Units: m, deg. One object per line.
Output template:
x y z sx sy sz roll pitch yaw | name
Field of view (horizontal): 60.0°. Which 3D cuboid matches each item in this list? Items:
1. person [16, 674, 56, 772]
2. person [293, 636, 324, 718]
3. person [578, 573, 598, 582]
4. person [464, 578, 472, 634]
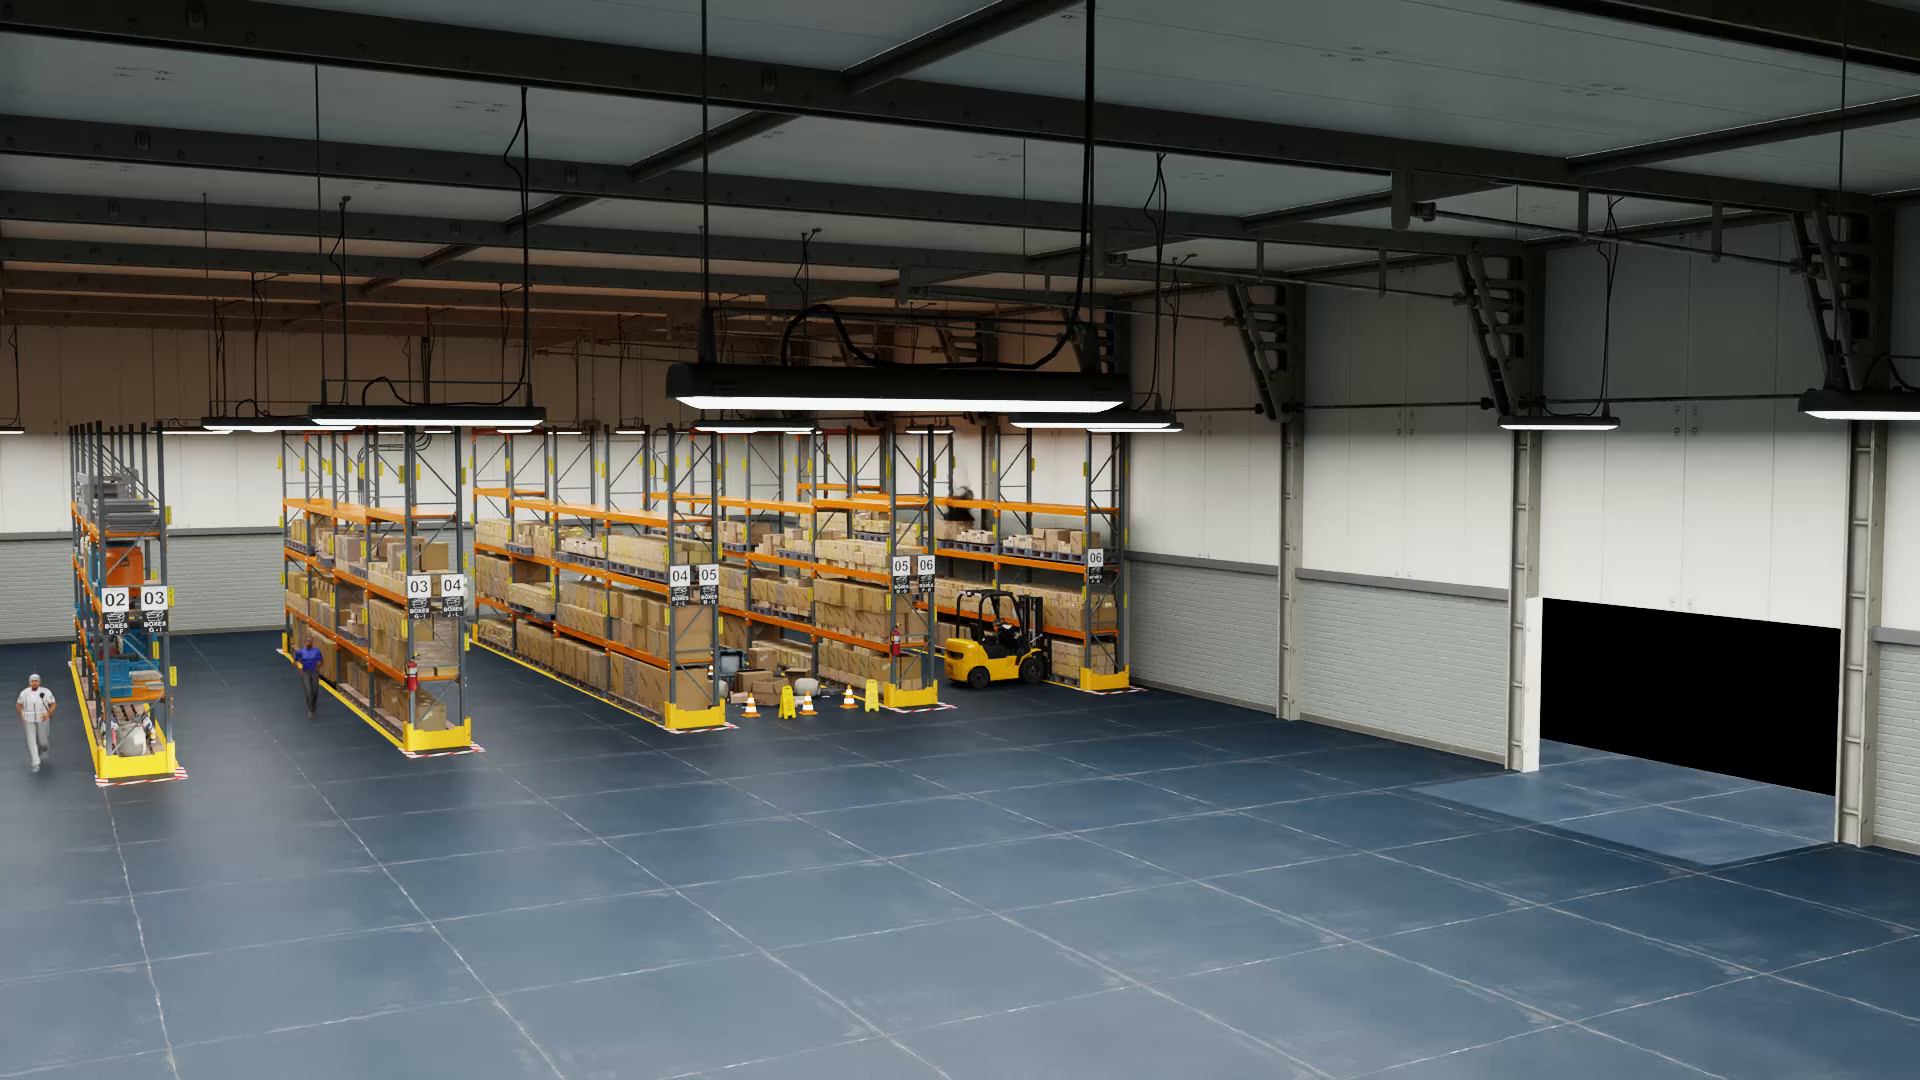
-15.956 3.135 28.734 0.618 1.651 0.718 -2 4 -25 | person
-13.397 2.794 34.222 0.585 1.650 0.727 -2 4 -29 | person
-11.389 1.730 50.446 0.685 1.814 0.777 3 5 40 | person
-14.152 1.938 47.381 0.739 1.754 0.693 -2 4 -33 | person
